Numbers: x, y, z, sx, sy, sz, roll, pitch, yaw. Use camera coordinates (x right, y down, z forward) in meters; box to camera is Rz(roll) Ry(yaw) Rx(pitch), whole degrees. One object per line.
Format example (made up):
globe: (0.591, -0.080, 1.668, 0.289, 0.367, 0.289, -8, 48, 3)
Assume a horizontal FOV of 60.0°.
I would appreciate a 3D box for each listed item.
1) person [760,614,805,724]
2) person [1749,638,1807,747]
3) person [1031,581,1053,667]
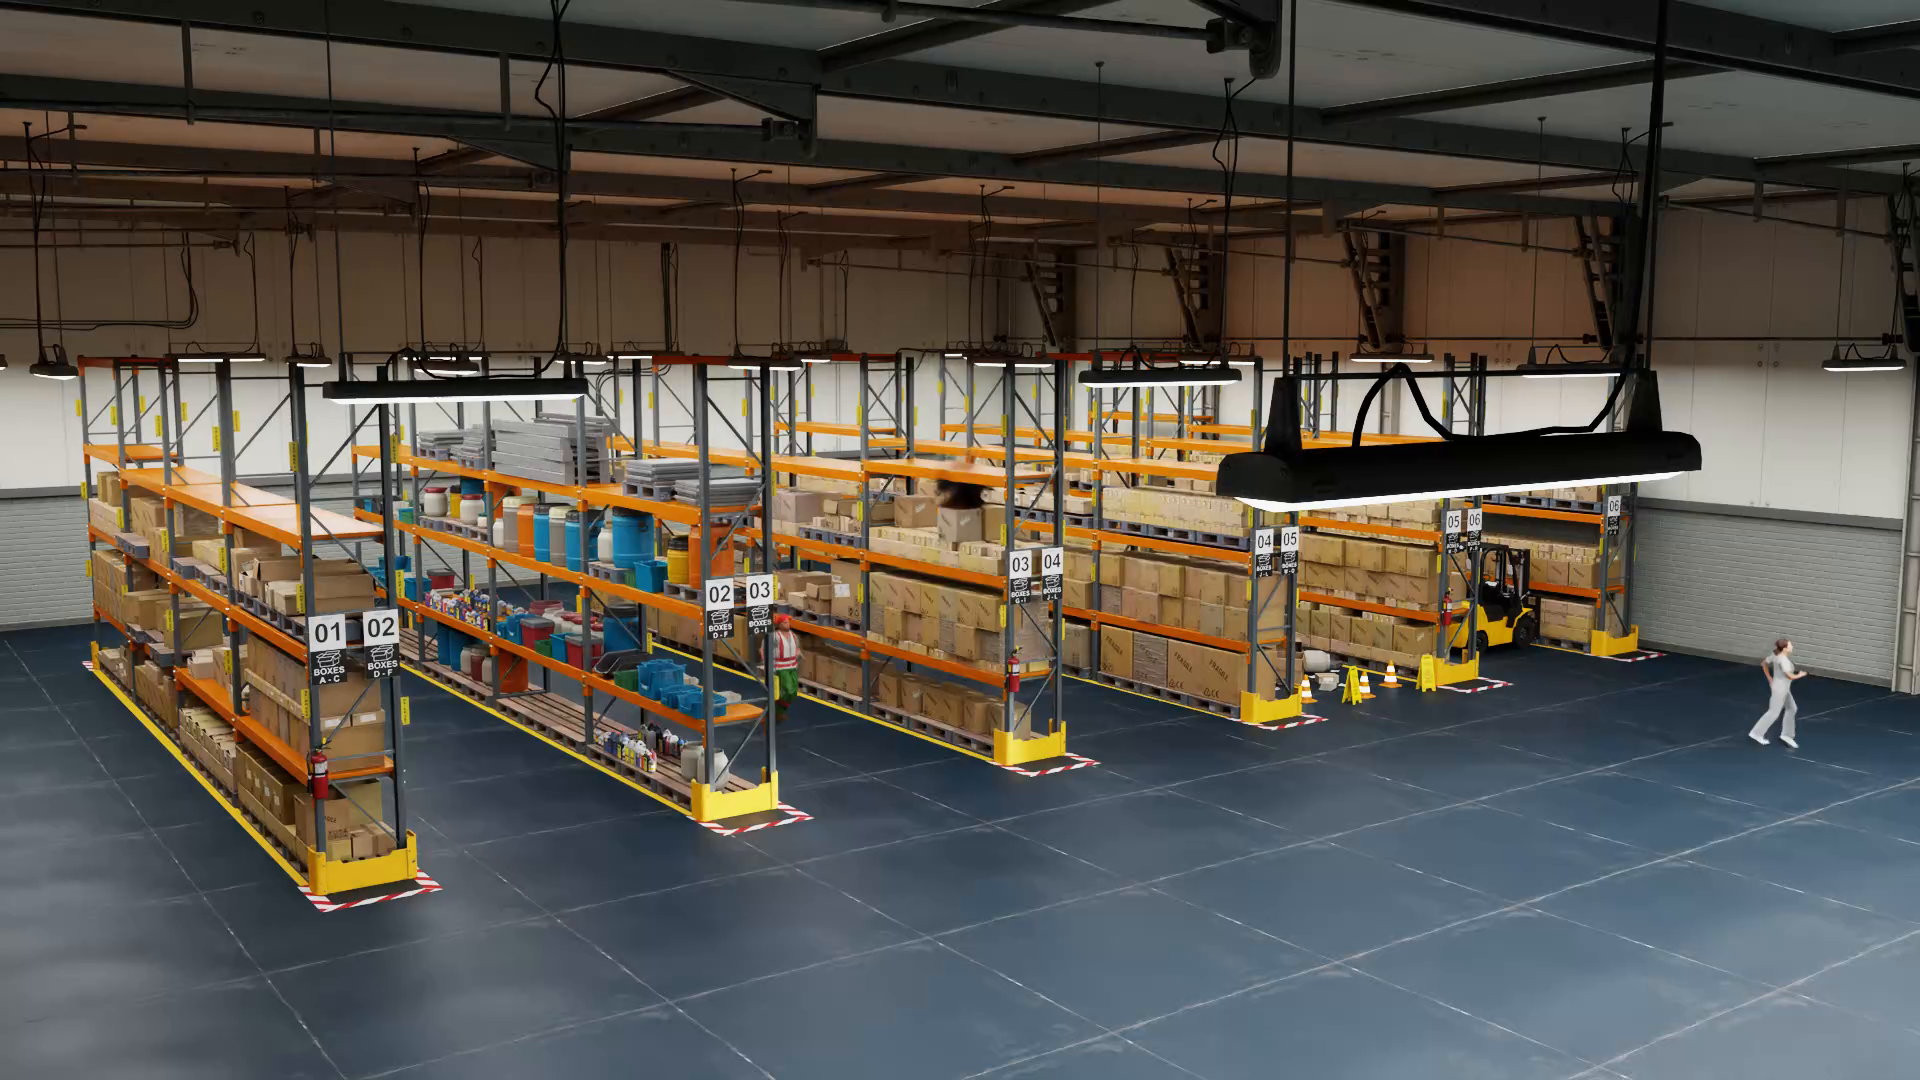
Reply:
person: (-2.729, 2.042, 26.251, 0.603, 1.752, 0.664, 6, 9, 41)
person: (12.695, 2.375, 25.802, 0.775, 1.731, 0.580, 2, 7, 16)
person: (1.398, 1.542, 30.337, 0.677, 1.771, 0.742, -6, 9, -39)
